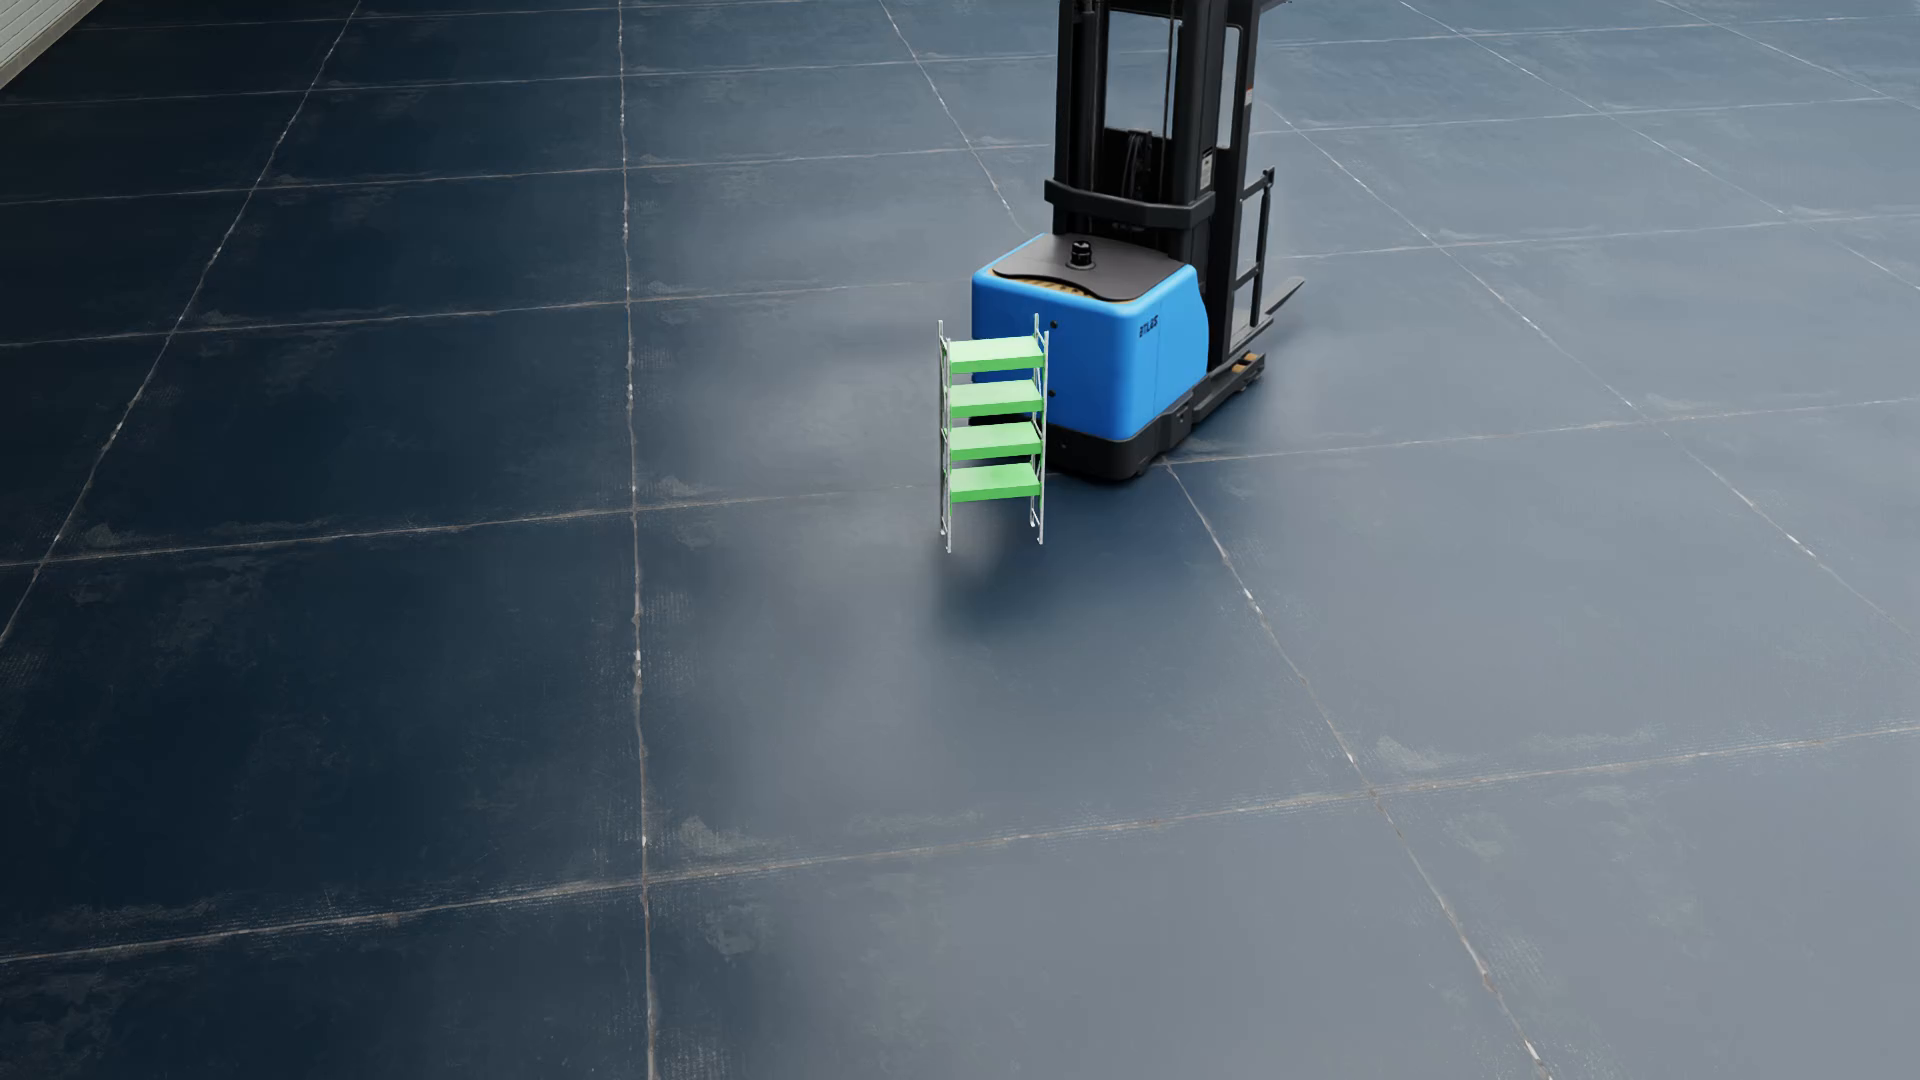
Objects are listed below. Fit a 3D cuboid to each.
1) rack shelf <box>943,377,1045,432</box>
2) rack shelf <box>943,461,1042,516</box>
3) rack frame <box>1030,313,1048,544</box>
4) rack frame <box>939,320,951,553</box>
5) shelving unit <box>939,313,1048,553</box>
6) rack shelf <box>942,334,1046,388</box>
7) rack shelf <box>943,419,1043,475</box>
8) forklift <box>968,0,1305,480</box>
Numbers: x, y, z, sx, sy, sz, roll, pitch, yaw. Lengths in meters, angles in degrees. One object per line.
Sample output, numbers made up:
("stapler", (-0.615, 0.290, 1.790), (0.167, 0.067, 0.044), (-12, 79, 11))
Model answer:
("rack shelf", (0.163, -0.684, 8.382), (0.480, 0.148, 0.258), (-5, 31, -9))
("rack shelf", (0.163, -0.270, 8.626), (0.480, 0.148, 0.258), (-5, 31, -9))
("rack frame", (0.403, -0.555, 8.509), (0.015, 1.200, 0.240), (-5, 31, -9))
("rack frame", (-0.077, -0.510, 8.434), (0.015, 1.200, 0.240), (-5, 31, -9))
("shelving unit", (0.163, -0.532, 8.472), (0.503, 1.200, 0.258), (-5, 31, -9))
("rack shelf", (0.163, -0.891, 8.261), (0.480, 0.148, 0.258), (-5, 31, -9))
("rack shelf", (0.163, -0.477, 8.504), (0.480, 0.148, 0.258), (-5, 31, -9))
("forklift", (1.262, -2.302, 9.773), (1.130, 2.935, 3.031), (18, 35, 27))
